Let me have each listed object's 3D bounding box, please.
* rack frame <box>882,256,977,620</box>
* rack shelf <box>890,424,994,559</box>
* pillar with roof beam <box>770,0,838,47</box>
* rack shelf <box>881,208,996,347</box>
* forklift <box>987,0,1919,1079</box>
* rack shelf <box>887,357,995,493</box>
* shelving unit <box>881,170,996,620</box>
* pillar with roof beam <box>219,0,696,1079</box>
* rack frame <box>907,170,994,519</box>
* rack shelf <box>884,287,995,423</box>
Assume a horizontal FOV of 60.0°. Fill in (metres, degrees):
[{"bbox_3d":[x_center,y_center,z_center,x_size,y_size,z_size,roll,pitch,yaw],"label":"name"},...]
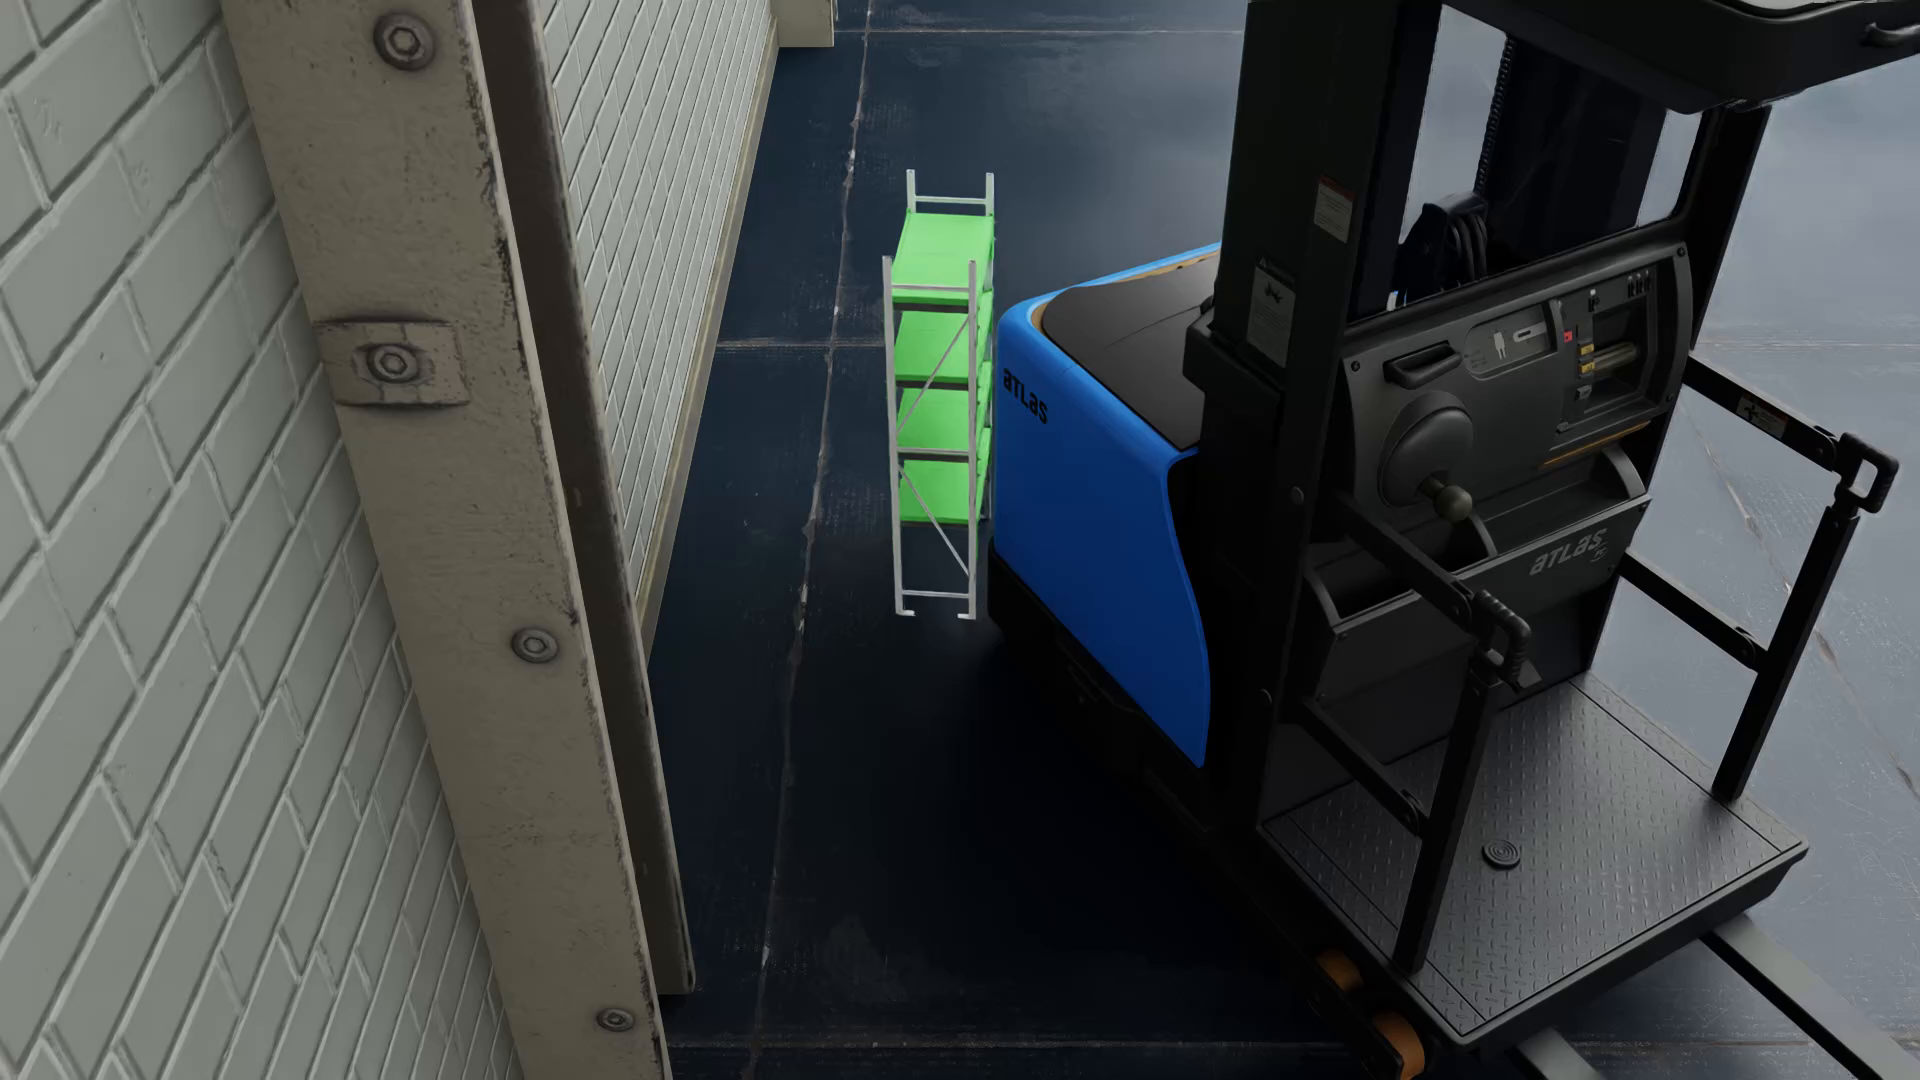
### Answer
[{"bbox_3d":[-0.074,-0.244,4.592,0.240,1.200,0.015,3,39,5],"label":"rack frame"},{"bbox_3d":[-0.048,-0.158,4.972,0.258,0.148,0.480,3,39,5],"label":"rack shelf"},{"bbox_3d":[3.515,-6.110,5.678,9.100,9.000,0.400,0,39,0],"label":"pillar with roof beam"},{"bbox_3d":[-0.051,-0.720,4.522,0.258,0.148,0.480,3,39,5],"label":"rack shelf"},{"bbox_3d":[1.250,-0.257,3.227,1.130,2.935,3.031,-20,43,-23],"label":"forklift"},{"bbox_3d":[-0.049,-0.345,4.822,0.258,0.148,0.480,3,39,5],"label":"rack shelf"},{"bbox_3d":[-0.050,-0.395,4.782,0.258,1.200,0.503,3,39,5],"label":"shelving unit"},{"bbox_3d":[3.522,-2.358,0.996,9.100,9.000,0.400,0,39,0],"label":"pillar with roof beam"},{"bbox_3d":[-0.025,-0.547,4.972,0.240,1.200,0.015,3,39,5],"label":"rack frame"},{"bbox_3d":[-0.050,-0.533,4.672,0.258,0.148,0.480,3,39,5],"label":"rack shelf"}]
